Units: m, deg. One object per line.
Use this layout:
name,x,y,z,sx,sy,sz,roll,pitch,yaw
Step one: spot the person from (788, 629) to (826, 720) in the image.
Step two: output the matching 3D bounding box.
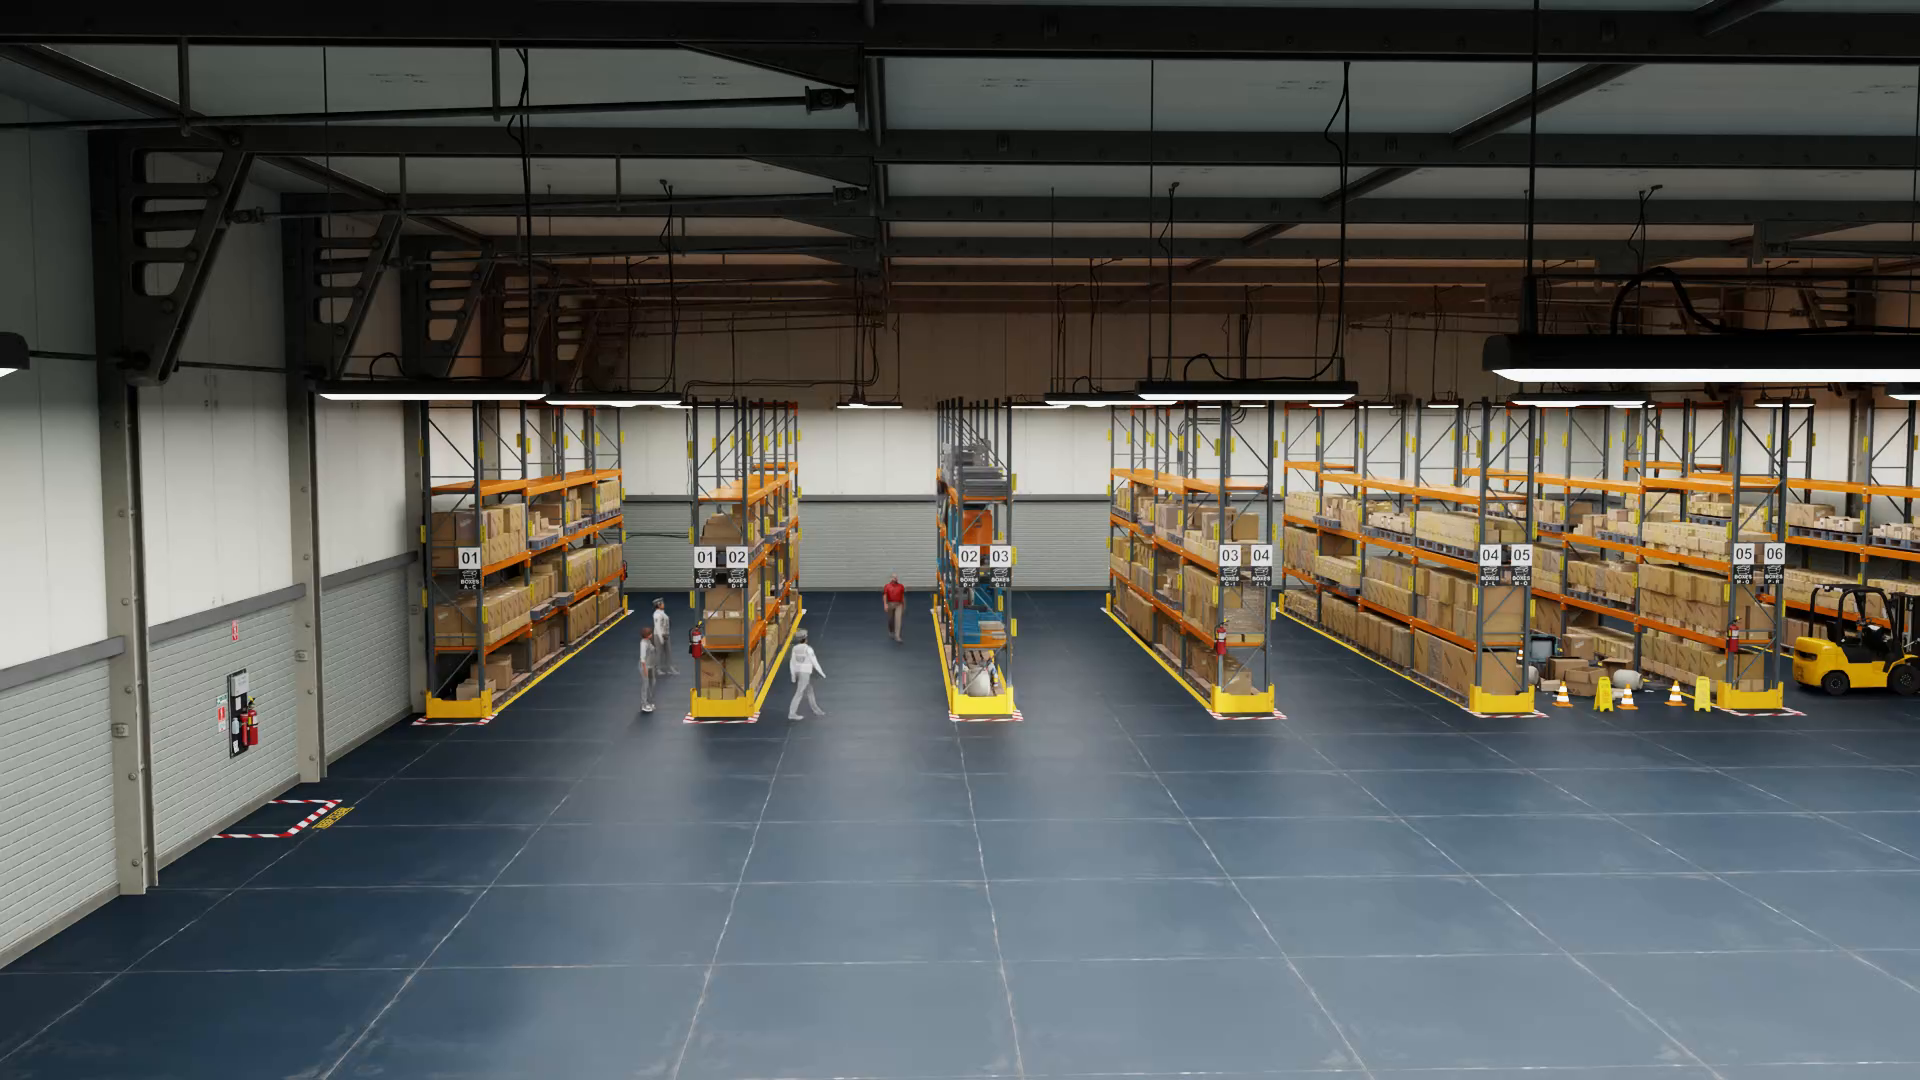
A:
person,-2.843,2.489,30.935,0.878,1.652,0.496,-3,5,-34

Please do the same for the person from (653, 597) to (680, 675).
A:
person,-6.445,2.103,36.160,0.530,1.699,0.497,2,5,28

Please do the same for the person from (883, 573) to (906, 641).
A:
person,-1.643,1.677,41.573,0.565,1.675,1.032,0,4,2

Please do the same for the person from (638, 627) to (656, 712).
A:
person,-6.008,2.497,31.904,0.336,1.662,0.509,1,5,14
